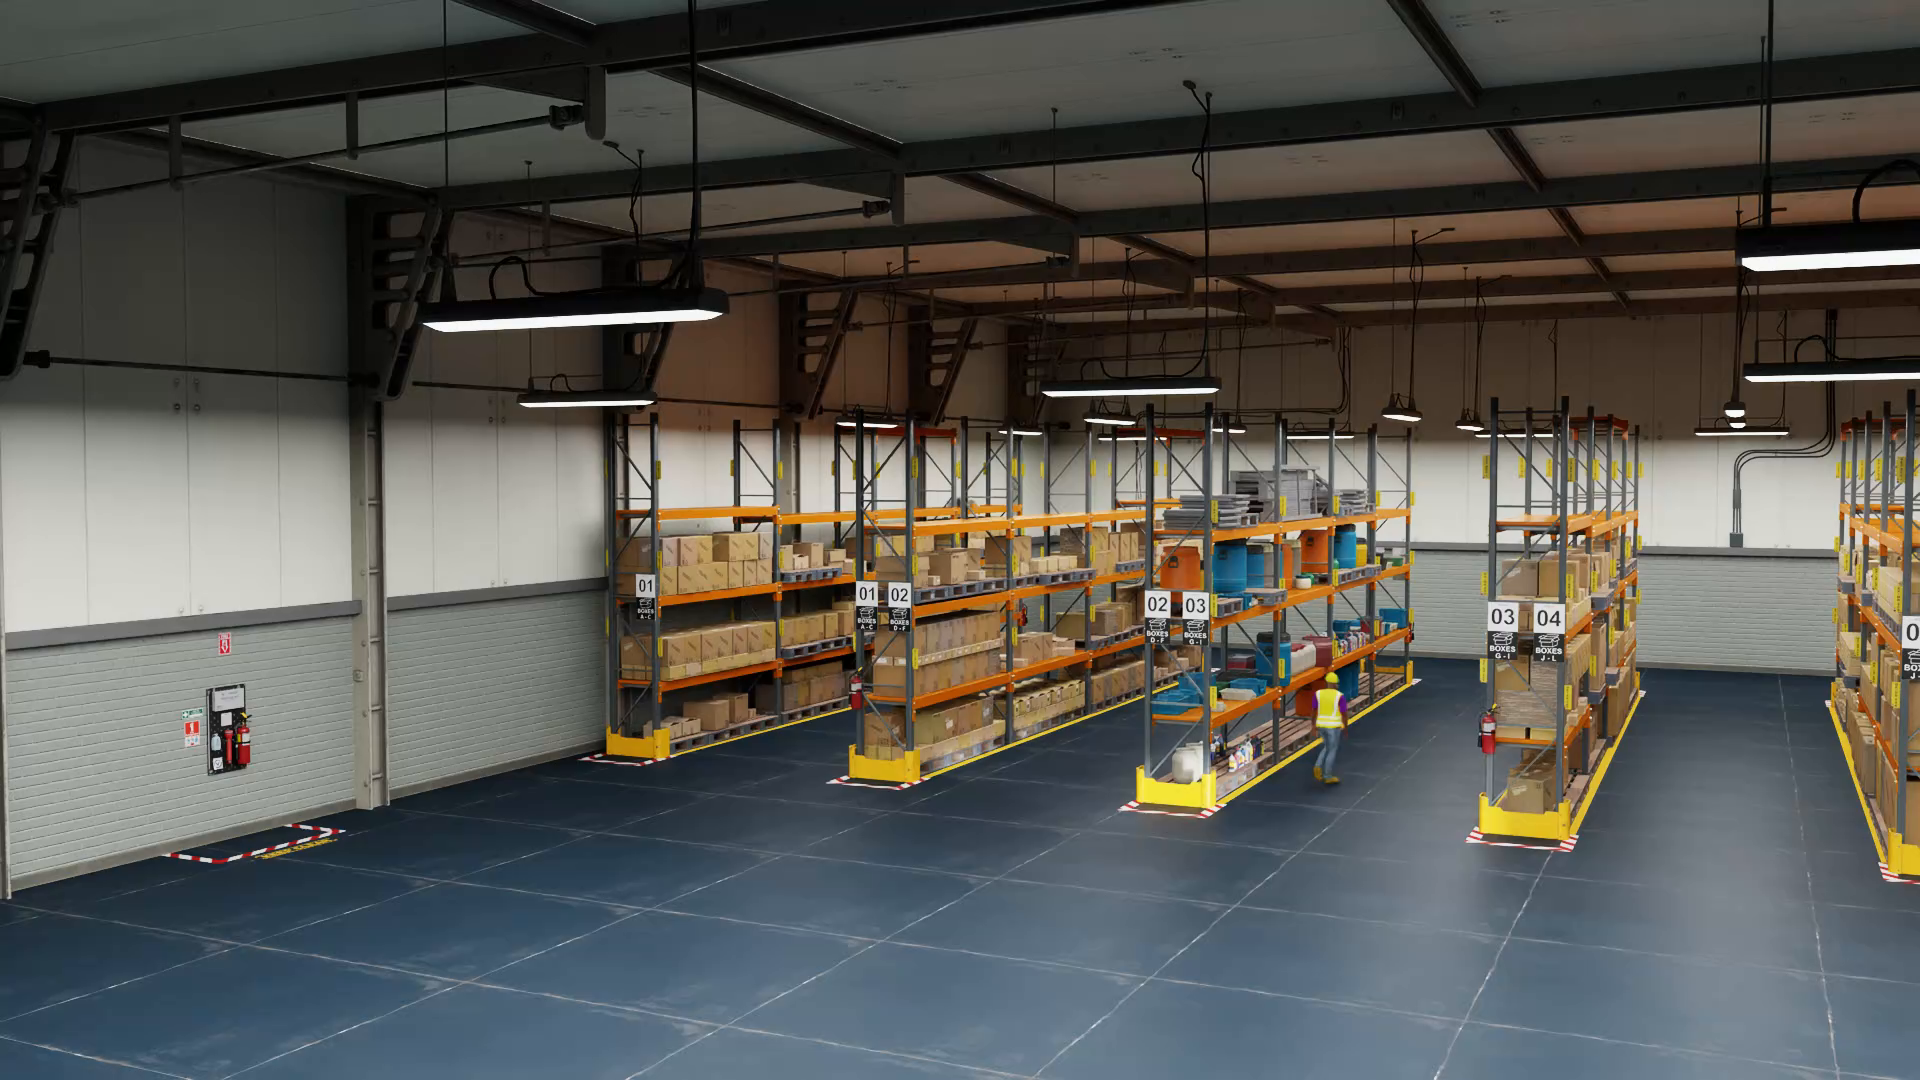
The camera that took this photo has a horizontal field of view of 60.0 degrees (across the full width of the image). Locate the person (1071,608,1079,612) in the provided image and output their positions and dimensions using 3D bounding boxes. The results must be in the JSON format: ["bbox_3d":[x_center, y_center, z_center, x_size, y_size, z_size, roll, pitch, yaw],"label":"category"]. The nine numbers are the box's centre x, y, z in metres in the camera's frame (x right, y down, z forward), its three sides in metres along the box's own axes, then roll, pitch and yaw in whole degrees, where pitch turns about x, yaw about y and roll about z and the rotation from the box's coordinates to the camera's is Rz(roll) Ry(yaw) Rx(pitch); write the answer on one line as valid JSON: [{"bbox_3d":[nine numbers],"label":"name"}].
[{"bbox_3d":[2.770,2.484,40.329,0.473,1.695,0.833,1,3,29],"label":"person"}]

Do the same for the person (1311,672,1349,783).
[{"bbox_3d":[5.918,2.989,26.490,0.475,1.765,0.527,-1,3,-32],"label":"person"}]
